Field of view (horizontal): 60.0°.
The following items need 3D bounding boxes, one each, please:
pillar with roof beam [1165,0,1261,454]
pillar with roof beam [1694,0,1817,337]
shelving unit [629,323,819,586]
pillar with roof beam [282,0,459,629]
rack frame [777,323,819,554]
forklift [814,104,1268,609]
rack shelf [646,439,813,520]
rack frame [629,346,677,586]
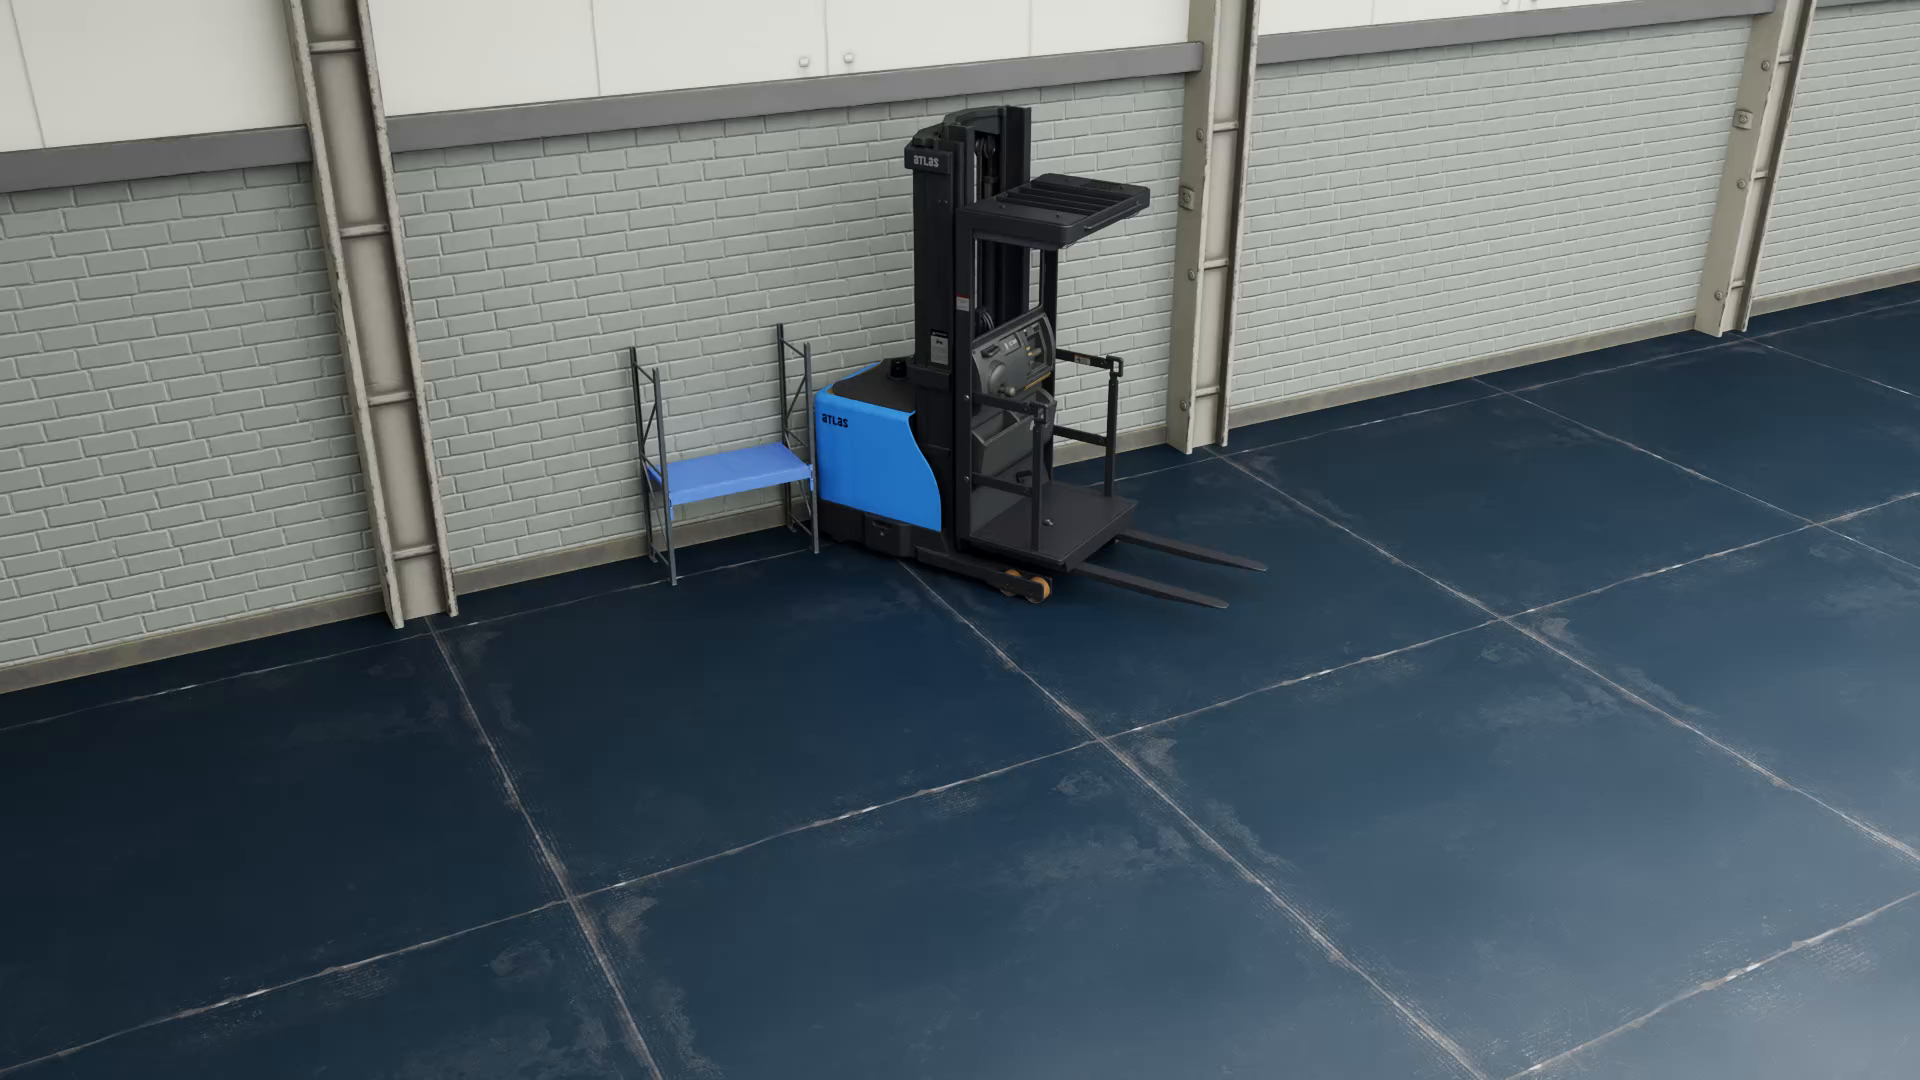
[{"bbox_3d":[3.889,-3.178,7.774,0.400,9.000,9.100,-13,29,-25],"label":"pillar with roof beam"},{"bbox_3d":[9.184,-4.400,10.319,0.400,9.000,9.100,-13,29,-25],"label":"pillar with roof beam"},{"bbox_3d":[-1.544,-0.576,11.018,1.048,1.500,0.538,-13,29,-25],"label":"shelving unit"},{"bbox_3d":[-1.405,-1.956,5.229,0.400,9.000,9.100,-13,29,-25],"label":"pillar with roof beam"},{"bbox_3d":[-1.095,-0.679,11.234,0.032,1.500,0.500,-13,29,-25],"label":"rack frame"},{"bbox_3d":[0.525,-1.176,10.616,3.031,2.935,1.130,15,30,29],"label":"forklift"},{"bbox_3d":[-1.544,-0.413,11.096,1.000,0.185,0.538,-13,29,-25],"label":"rack shelf"},{"bbox_3d":[-1.992,-0.472,10.802,0.032,1.500,0.500,-13,29,-25],"label":"rack frame"}]
